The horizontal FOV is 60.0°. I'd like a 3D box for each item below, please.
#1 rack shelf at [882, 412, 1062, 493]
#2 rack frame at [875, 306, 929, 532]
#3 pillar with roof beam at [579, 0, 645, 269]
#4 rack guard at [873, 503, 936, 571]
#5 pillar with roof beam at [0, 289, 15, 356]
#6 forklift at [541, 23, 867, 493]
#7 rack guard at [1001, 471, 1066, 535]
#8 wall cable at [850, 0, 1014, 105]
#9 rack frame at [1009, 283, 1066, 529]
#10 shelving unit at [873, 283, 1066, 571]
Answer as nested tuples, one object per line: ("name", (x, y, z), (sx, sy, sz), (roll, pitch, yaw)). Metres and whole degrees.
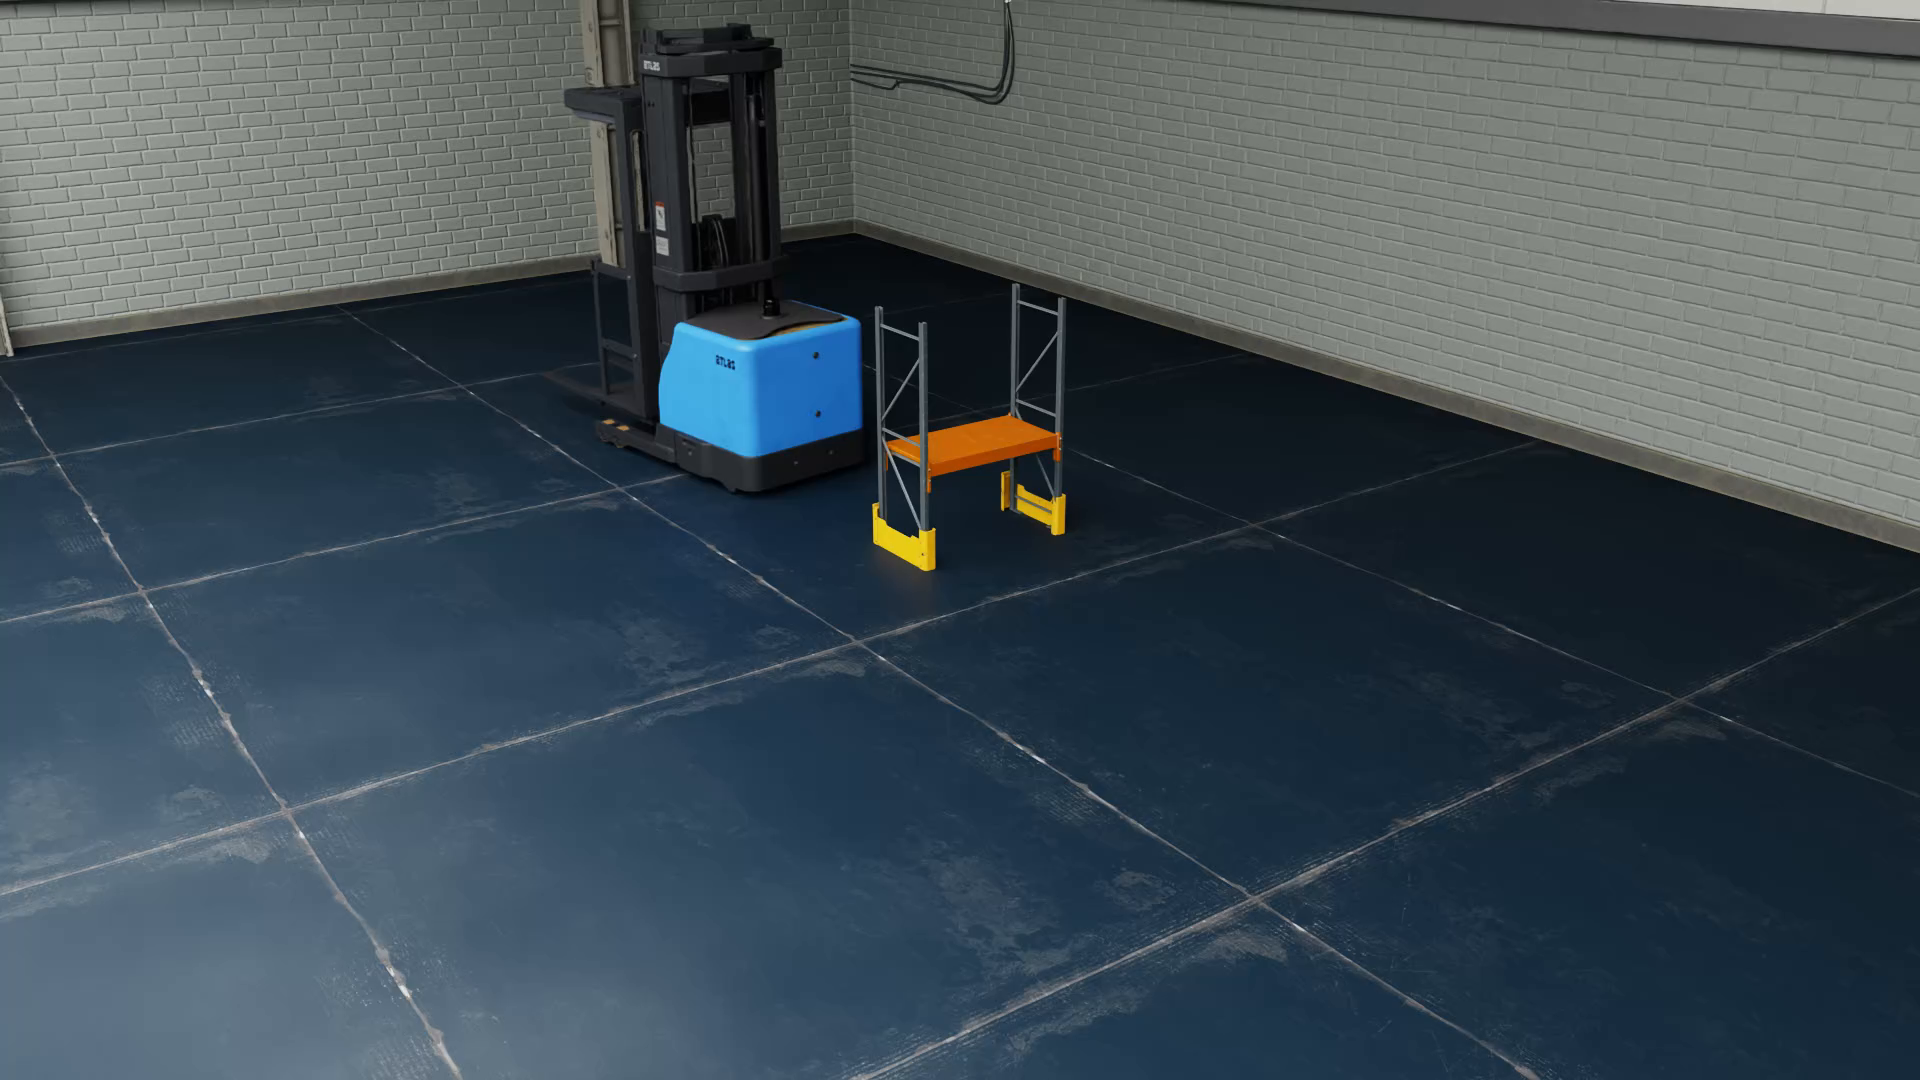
("rack shelf", (0.069, -0.548, 10.231), (1.000, 0.185, 0.538), (-15, 26, -33))
("rack frame", (-0.343, -0.605, 9.889), (0.032, 1.500, 0.500), (-15, 26, -33))
("pillar with roof beam", (-1.052, -5.784, 12.749), (0.400, 9.000, 9.100), (-15, 26, -33))
("rack guard", (-0.342, -0.025, 10.121), (0.087, 0.250, 0.587), (-15, 26, -33))
("pillar with roof beam", (-5.923, -4.485, 9.495), (0.400, 9.000, 9.100), (-15, 26, -33))
("forklift", (-2.025, -2.138, 11.799), (1.130, 2.935, 3.031), (-19, 29, -39))
("rack guard", (0.466, -0.240, 10.662), (0.087, 0.250, 0.587), (-15, 26, -33))
("wall cable", (-0.403, -5.877, 17.172), (0.112, 2.526, 3.097), (-15, 26, -33))
("rack frame", (0.482, -0.825, 10.440), (0.032, 1.500, 0.500), (-15, 26, -33))
("shelving unit", (0.062, -0.713, 10.160), (1.083, 1.500, 0.587), (-15, 26, -33))
